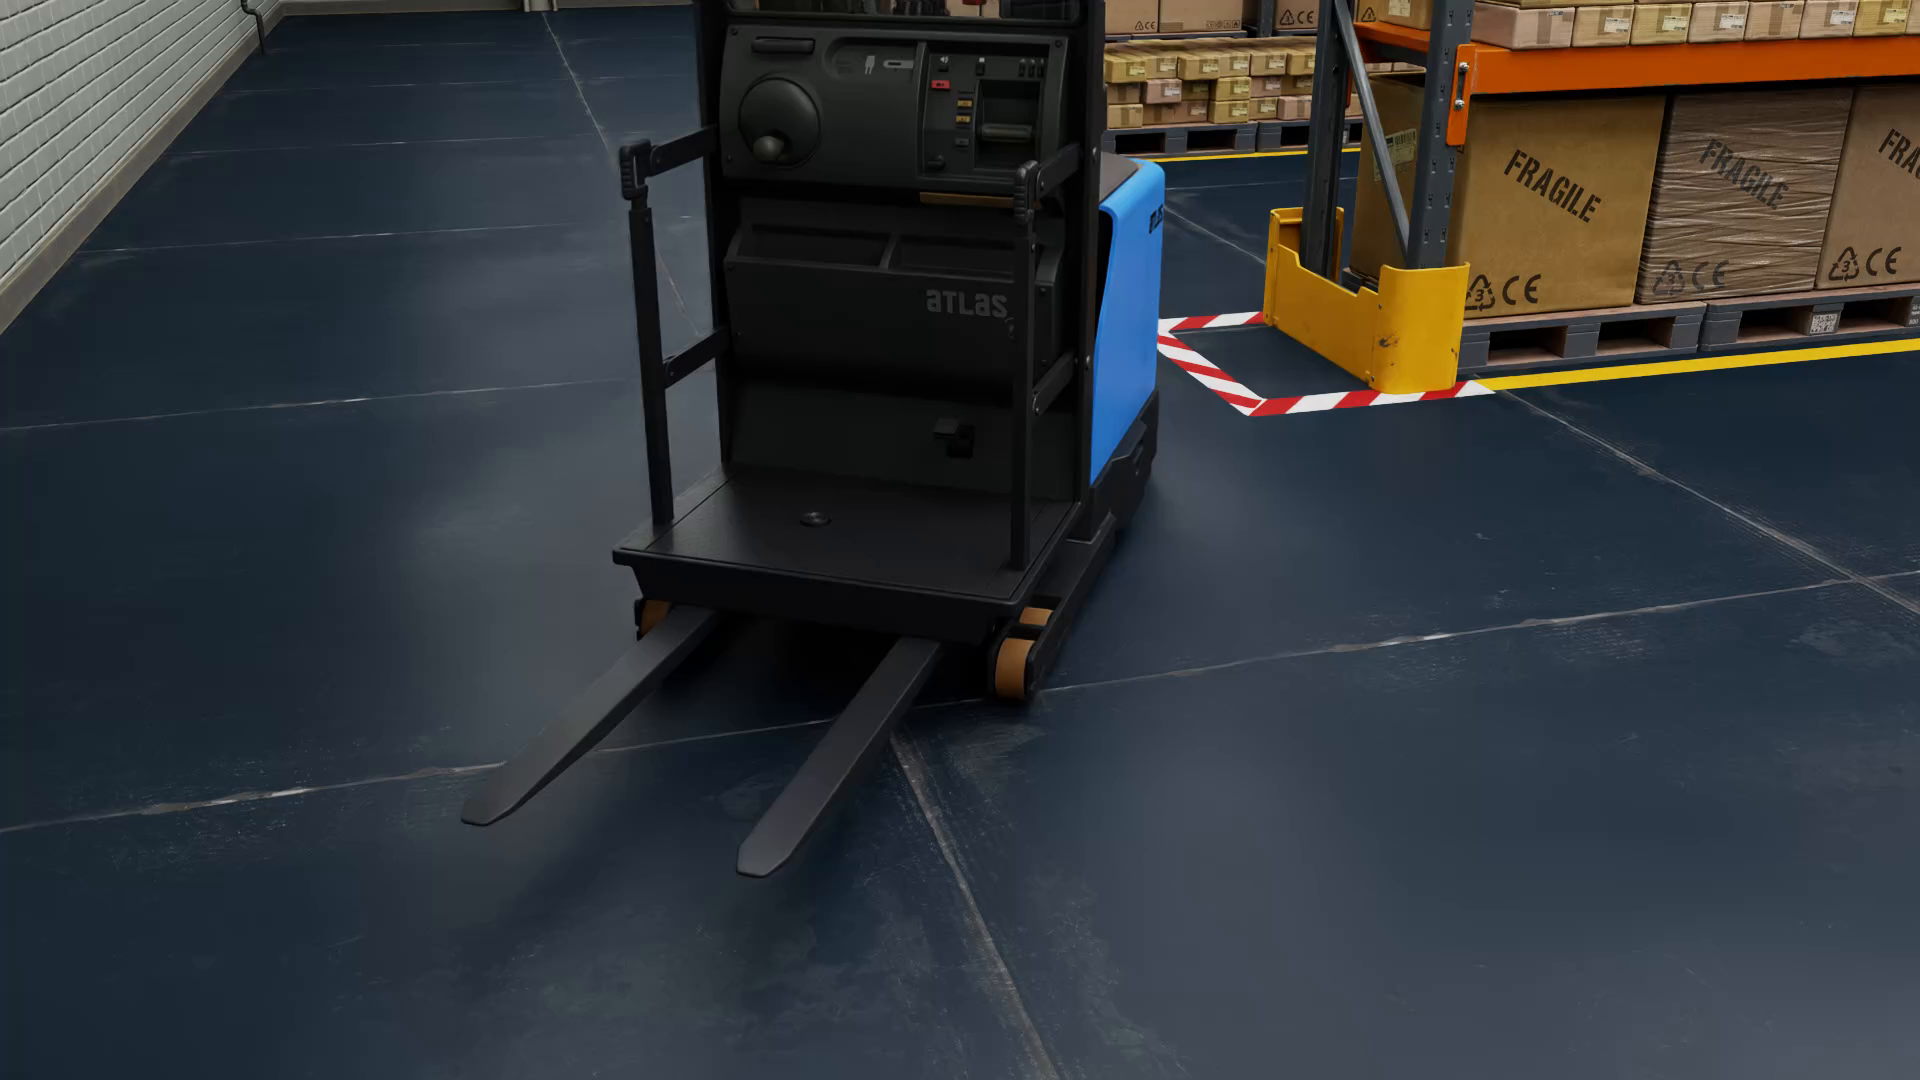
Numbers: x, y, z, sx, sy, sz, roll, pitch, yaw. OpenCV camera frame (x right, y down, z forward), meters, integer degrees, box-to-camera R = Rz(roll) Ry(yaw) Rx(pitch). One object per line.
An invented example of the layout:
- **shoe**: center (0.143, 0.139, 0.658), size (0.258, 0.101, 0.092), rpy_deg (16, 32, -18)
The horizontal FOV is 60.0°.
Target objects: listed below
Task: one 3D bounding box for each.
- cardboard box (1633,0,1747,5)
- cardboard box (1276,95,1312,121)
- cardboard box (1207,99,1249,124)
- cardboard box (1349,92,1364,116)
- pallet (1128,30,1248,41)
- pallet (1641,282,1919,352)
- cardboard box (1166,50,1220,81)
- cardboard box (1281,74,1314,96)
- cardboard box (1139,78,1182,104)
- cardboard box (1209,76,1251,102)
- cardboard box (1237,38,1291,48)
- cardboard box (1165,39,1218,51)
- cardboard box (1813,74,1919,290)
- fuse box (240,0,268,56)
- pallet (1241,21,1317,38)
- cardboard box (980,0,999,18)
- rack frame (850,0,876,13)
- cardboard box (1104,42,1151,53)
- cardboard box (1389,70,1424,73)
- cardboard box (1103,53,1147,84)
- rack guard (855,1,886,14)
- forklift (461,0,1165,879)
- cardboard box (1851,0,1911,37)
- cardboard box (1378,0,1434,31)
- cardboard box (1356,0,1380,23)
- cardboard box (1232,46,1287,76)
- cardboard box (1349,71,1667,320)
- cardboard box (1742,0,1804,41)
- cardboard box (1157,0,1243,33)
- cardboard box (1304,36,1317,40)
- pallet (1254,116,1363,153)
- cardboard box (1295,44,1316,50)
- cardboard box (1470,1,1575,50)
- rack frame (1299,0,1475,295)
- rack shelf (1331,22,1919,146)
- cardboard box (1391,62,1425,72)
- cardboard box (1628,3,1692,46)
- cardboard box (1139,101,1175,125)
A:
- **cardboard box**: center (2.743, -2.265, 6.538), size (0.500, 0.250, 0.500), rpy_deg (-7, 24, -15)
- **cardboard box**: center (2.284, -3.032, 11.596), size (0.250, 0.149, 0.380), rpy_deg (-8, 24, -17)
- **cardboard box**: center (1.800, -2.976, 11.464), size (0.250, 0.149, 0.380), rpy_deg (-6, 24, -14)
- **cardboard box**: center (2.766, -3.110, 11.777), size (0.250, 0.149, 0.380), rpy_deg (-6, 24, -13)
- **pallet**: center (2.130, -5.047, 16.744), size (1.213, 0.211, 1.003), rpy_deg (-6, 24, -14)
- **pallet**: center (3.630, -1.153, 7.669), size (1.213, 0.211, 1.003), rpy_deg (-6, 24, -14)
- **cardboard box**: center (1.573, -3.221, 11.281), size (0.250, 0.149, 0.380), rpy_deg (-6, 24, -15)
- **cardboard box**: center (2.287, -3.225, 11.668), size (0.250, 0.149, 0.380), rpy_deg (-5, 24, -12)
- **cardboard box**: center (1.319, -3.070, 11.307), size (0.250, 0.149, 0.380), rpy_deg (-6, 24, -15)
- **cardboard box**: center (1.807, -3.116, 11.414), size (0.250, 0.149, 0.380), rpy_deg (-6, 24, -13)
- **cardboard box**: center (2.174, -3.514, 11.963), size (0.250, 0.149, 0.380), rpy_deg (-7, 24, -16)
- **cardboard box**: center (1.647, -3.478, 11.880), size (0.250, 0.149, 0.380), rpy_deg (-7, 24, -16)
- **cardboard box**: center (4.037, -1.698, 7.565), size (0.875, 0.875, 0.875), rpy_deg (-6, 24, -14)
- **fuse box**: center (-6.818, -5.565, 16.049), size (0.414, 1.711, 0.539), rpy_deg (-6, 24, -14)
- **pallet**: center (3.606, -5.209, 17.122), size (1.213, 0.211, 1.003), rpy_deg (-6, 24, -14)
- **cardboard box**: center (0.519, -5.178, 16.230), size (0.875, 0.438, 0.875), rpy_deg (-6, 24, -13)
- **rack frame**: center (-0.968, -5.953, 15.321), size (0.127, 3.000, 1.000), rpy_deg (-6, 24, -14)
- **cardboard box**: center (1.165, -3.399, 11.695), size (0.250, 0.149, 0.380), rpy_deg (-6, 24, -13)
- **cardboard box**: center (3.082, -3.283, 11.804), size (0.250, 0.149, 0.380), rpy_deg (-6, 24, -13)
- **cardboard box**: center (1.063, -3.168, 11.157), size (0.250, 0.149, 0.380), rpy_deg (-7, 24, -17)
- **rack guard**: center (-0.991, -4.802, 15.807), size (0.348, 0.500, 1.175), rpy_deg (-6, 24, -14)
- **forklift**: center (-0.243, -1.106, 4.111), size (1.130, 2.935, 3.031), rpy_deg (7, 24, 16)
- **cardboard box**: center (3.620, -2.152, 6.781), size (0.250, 0.149, 0.380), rpy_deg (-7, 24, -16)
- **cardboard box**: center (1.963, -2.238, 6.981), size (0.250, 0.149, 0.380), rpy_deg (-6, 24, -13)
- **cardboard box**: center (4.326, -5.792, 17.105), size (0.875, 0.875, 0.875), rpy_deg (-6, 24, -13)
- **cardboard box**: center (2.059, -3.305, 11.477), size (0.250, 0.149, 0.380), rpy_deg (-5, 24, -12)
- **cardboard box**: center (2.304, -1.506, 7.118), size (0.875, 0.875, 0.875), rpy_deg (-6, 24, -14)
- **cardboard box**: center (3.129, -2.098, 6.654), size (0.250, 0.149, 0.380), rpy_deg (-7, 24, -15)
- **cardboard box**: center (2.250, -5.369, 16.675), size (0.875, 0.438, 0.875), rpy_deg (-7, 24, -15)
- **cardboard box**: center (2.667, -3.564, 12.080), size (0.250, 0.149, 0.380), rpy_deg (-7, 24, -17)
- **pallet**: center (2.504, -3.013, 12.004), size (1.213, 0.211, 1.003), rpy_deg (-6, 24, -14)
- **cardboard box**: center (2.541, -3.379, 11.649), size (0.250, 0.149, 0.380), rpy_deg (-6, 24, -14)
- **cardboard box**: center (2.140, -1.988, 6.398), size (0.250, 0.149, 0.380), rpy_deg (-6, 24, -14)
- **rack frame**: center (1.709, -2.191, 6.552), size (0.127, 3.000, 1.000), rpy_deg (-6, 24, -14)
- **rack shelf**: center (3.635, -2.073, 7.190), size (4.000, 0.370, 1.077), rpy_deg (-6, 24, -14)
- **cardboard box**: center (3.066, -3.397, 11.691), size (0.250, 0.149, 0.380), rpy_deg (-8, 24, -17)
- **cardboard box**: center (2.633, -2.043, 6.527), size (0.250, 0.149, 0.380), rpy_deg (-7, 24, -16)
- **cardboard box**: center (1.287, -2.961, 11.429), size (0.250, 0.149, 0.380), rpy_deg (-6, 24, -15)
